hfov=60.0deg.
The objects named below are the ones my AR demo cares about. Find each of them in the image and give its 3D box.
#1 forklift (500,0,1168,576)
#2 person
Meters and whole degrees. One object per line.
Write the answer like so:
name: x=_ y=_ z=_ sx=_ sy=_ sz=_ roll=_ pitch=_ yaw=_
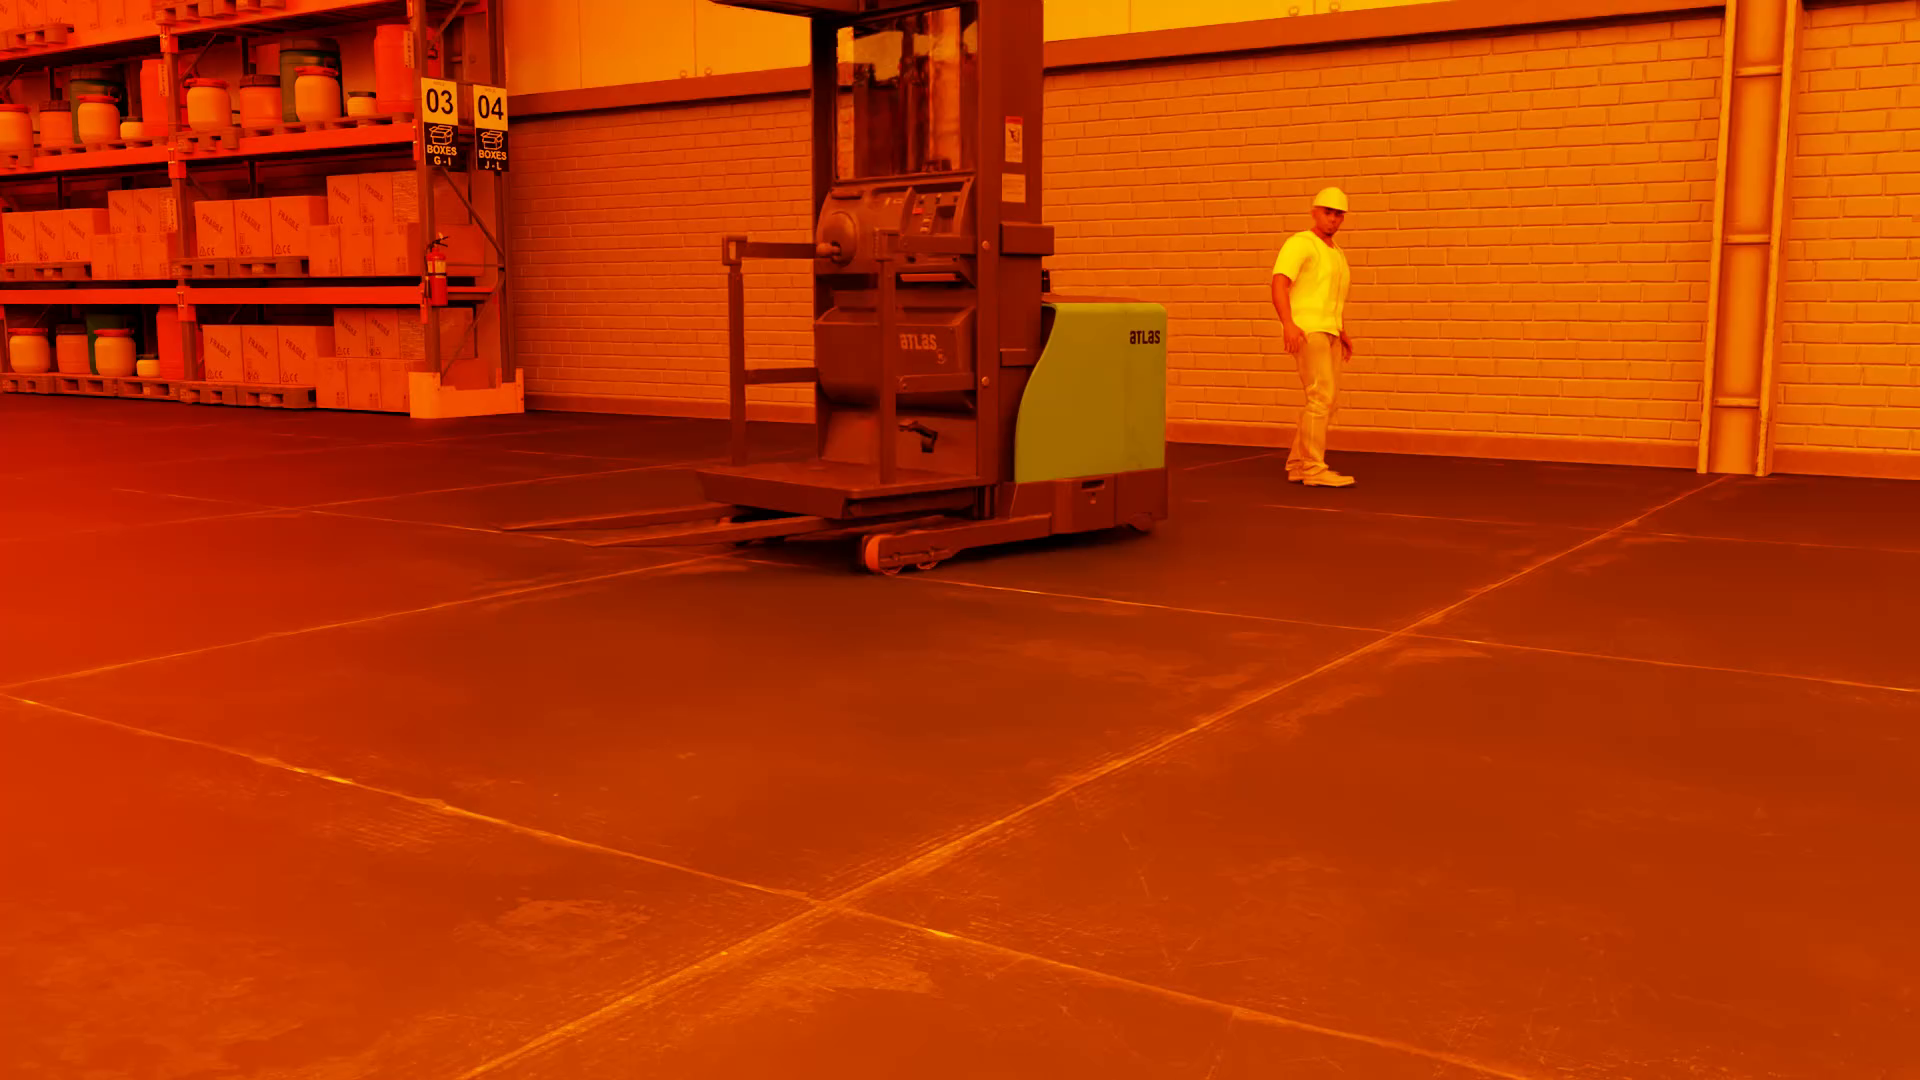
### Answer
forklift: x=-0.438 y=-1.391 z=6.977 sx=3.031 sy=2.935 sz=1.130 roll=-8 pitch=11 yaw=-43
person: x=2.172 y=-1.209 z=9.878 sx=0.504 sy=1.755 sz=0.780 roll=5 pitch=9 yaw=31
